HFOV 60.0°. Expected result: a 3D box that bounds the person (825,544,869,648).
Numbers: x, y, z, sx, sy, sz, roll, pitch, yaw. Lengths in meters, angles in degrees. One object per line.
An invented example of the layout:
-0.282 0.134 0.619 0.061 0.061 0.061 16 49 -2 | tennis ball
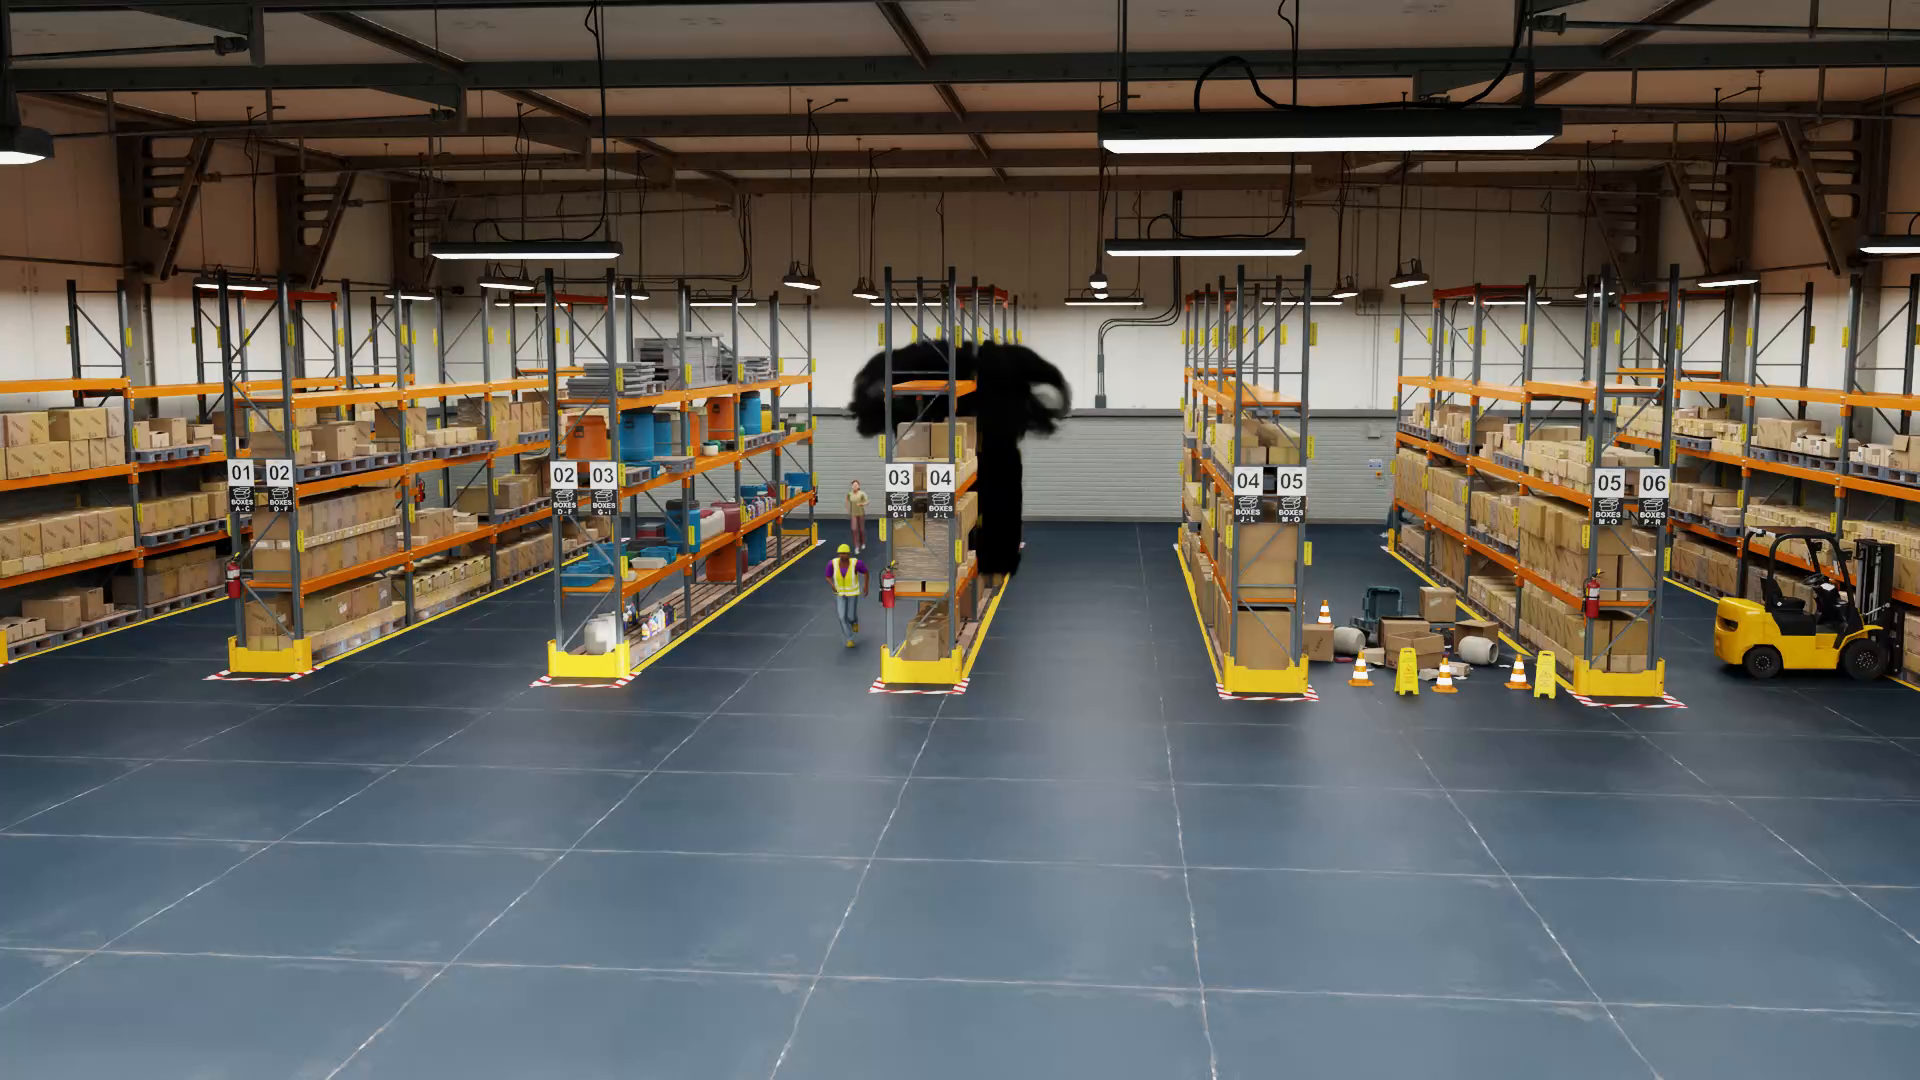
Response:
-1.838 0.894 27.001 0.685 1.704 0.749 1 7 9 | person

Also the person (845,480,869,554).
-2.409 -0.554 38.920 0.579 1.700 0.842 0 7 2 | person

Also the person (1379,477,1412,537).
10.948 -0.863 41.615 0.891 1.588 0.535 -1 7 -12 | person
